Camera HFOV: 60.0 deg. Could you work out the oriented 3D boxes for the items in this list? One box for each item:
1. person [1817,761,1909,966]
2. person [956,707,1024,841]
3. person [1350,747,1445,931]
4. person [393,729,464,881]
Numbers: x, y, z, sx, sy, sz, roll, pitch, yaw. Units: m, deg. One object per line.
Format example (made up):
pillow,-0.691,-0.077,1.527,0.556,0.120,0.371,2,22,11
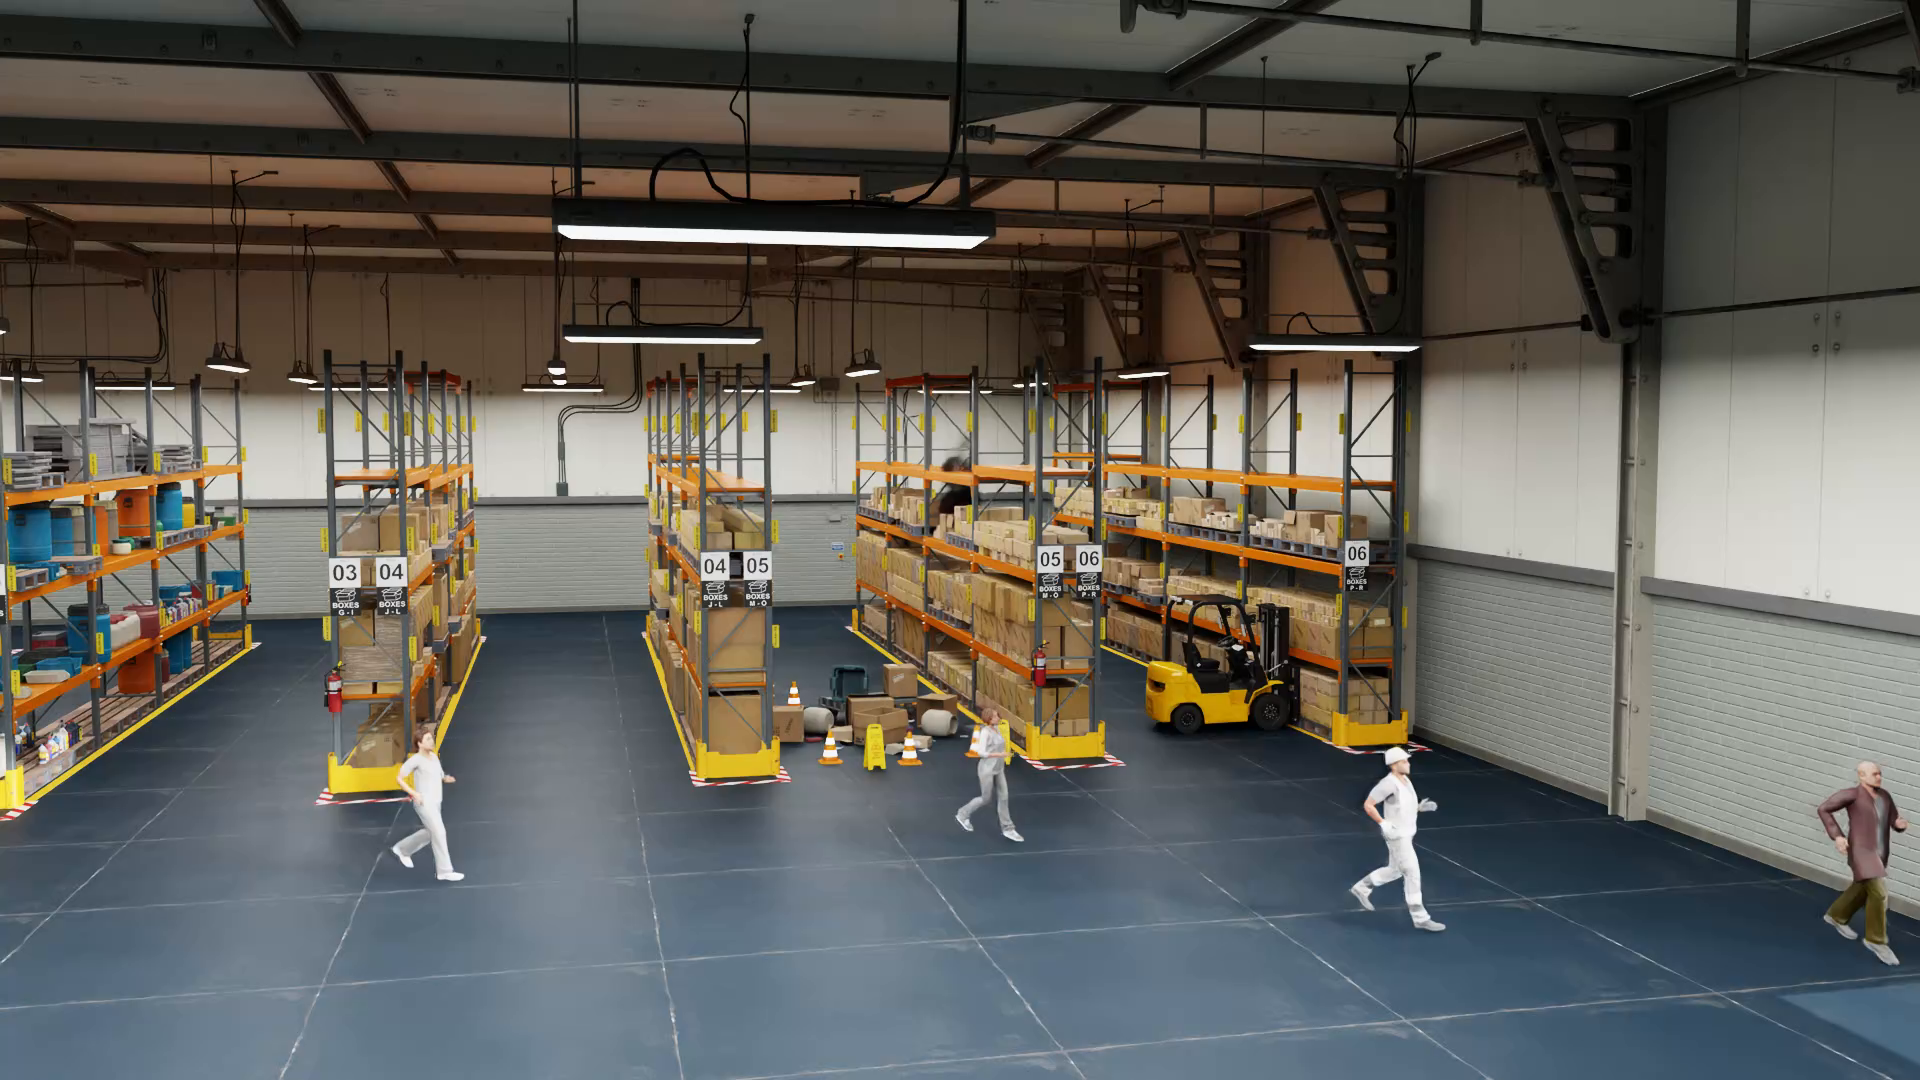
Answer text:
person,8.576,3.015,15.768,0.677,1.822,0.904,-2,4,-25
person,0.356,2.794,19.966,0.877,1.596,0.537,2,5,29
person,4.350,2.939,16.528,0.999,1.766,0.652,2,5,32
person,-5.871,2.892,18.261,0.929,1.645,0.574,1,4,15
